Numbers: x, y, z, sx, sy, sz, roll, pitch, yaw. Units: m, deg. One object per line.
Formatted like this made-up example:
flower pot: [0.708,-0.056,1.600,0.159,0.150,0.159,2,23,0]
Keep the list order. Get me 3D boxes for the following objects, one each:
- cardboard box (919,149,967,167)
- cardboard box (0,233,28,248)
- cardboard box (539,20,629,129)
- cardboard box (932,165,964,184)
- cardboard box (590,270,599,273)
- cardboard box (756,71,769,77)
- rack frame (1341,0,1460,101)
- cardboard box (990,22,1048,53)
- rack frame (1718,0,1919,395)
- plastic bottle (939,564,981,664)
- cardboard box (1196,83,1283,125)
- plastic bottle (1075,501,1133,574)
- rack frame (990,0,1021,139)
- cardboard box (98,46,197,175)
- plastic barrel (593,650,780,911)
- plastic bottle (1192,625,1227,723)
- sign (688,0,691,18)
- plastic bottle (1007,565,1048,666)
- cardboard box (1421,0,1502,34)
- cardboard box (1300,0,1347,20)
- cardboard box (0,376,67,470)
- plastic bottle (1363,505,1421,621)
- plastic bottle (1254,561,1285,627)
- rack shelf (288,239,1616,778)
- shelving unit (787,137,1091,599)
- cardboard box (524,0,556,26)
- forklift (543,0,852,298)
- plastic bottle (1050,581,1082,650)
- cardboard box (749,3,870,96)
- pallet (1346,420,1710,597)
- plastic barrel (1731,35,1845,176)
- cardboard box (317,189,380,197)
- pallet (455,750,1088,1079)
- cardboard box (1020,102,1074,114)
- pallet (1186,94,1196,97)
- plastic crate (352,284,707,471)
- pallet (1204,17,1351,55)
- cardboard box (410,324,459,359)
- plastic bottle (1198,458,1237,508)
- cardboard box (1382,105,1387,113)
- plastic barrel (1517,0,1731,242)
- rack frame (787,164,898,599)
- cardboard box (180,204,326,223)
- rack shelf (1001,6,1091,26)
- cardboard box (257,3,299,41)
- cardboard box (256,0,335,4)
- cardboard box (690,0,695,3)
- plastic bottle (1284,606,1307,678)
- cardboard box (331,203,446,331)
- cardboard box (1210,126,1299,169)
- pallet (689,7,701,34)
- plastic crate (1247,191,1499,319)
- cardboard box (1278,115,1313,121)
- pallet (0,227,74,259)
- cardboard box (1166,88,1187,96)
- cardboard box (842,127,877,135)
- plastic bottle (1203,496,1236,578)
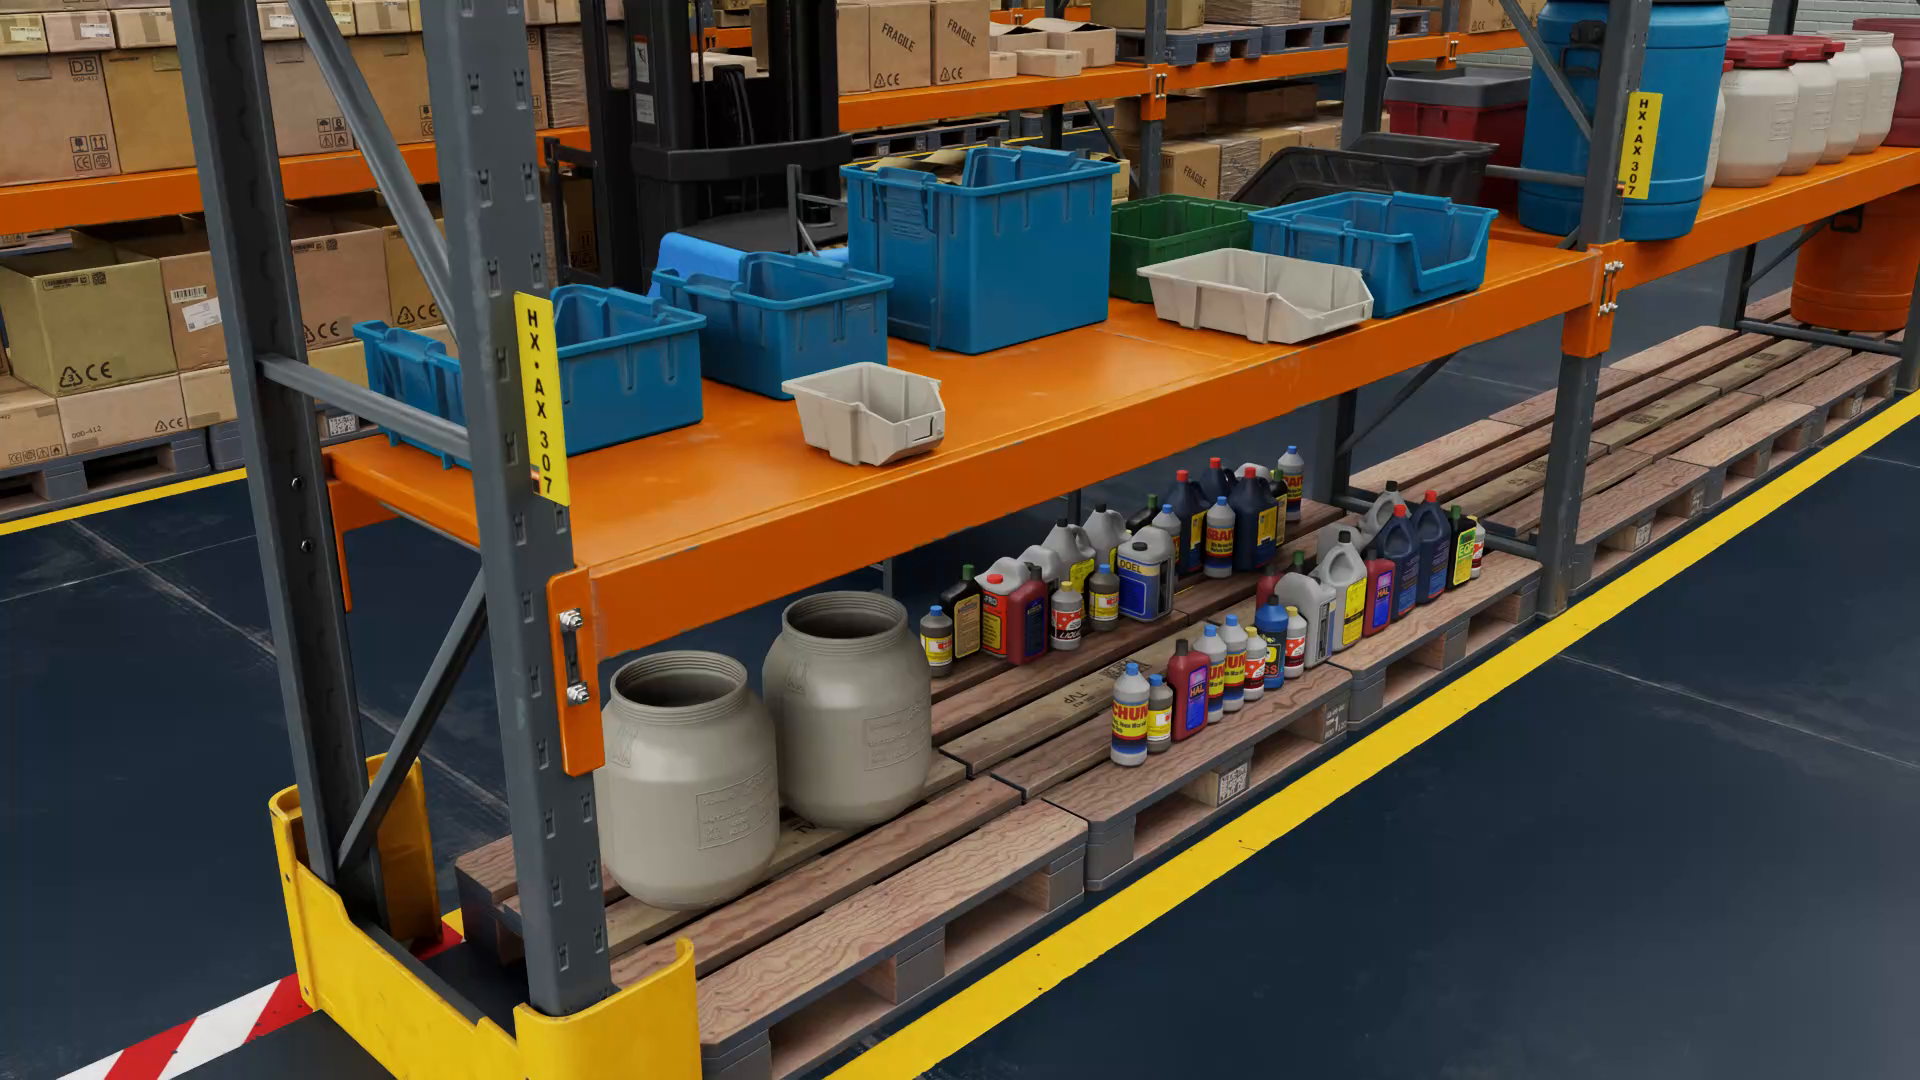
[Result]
cardboard box: [0.062,-2.499,11.361,0.500,0.311,0.500,18,28,39]
cardboard box: [-6.643,-2.222,11.046,0.700,0.500,0.500,17,27,37]
cardboard box: [-2.098,-2.426,8.566,0.700,0.500,0.500,18,28,39]
cardboard box: [0.097,-2.237,10.679,0.500,0.311,0.500,19,28,40]
cardboard box: [-2.333,-1.364,9.190,0.500,0.250,0.500,19,28,41]
cardboard box: [-1.028,-2.554,9.389,0.380,0.149,0.250,19,28,41]
rack frame: [3.788,-4.551,14.235,1.000,3.000,0.127,19,28,41]
cardboard box: [0.235,-3.300,11.104,0.500,0.311,0.500,19,28,40]
rack frame: [4.544,-2.282,8.332,1.000,3.000,0.127,19,28,41]
plastic bottle: [-0.001,0.220,4.994,0.133,0.283,0.061,-19,28,-41]
cardboard box: [2.229,-3.490,13.300,0.500,0.250,0.500,19,28,40]
plastic bottle: [0.465,0.038,5.373,0.144,0.351,0.185,19,28,40]
rack frame: [0.236,-5.790,17.458,1.000,3.000,0.127,19,28,41]
cardboard box: [-3.535,-1.893,7.178,0.700,0.500,0.500,19,28,41]
plastic barrel: [-0.632,0.551,3.842,0.421,0.512,0.421,0,21,0]
plastic bottle: [0.690,0.366,4.631,0.097,0.271,0.097,0,21,0]
sign: [-1.394,-2.797,8.355,0.100,0.325,0.005,19,28,41]
plastic bottle: [0.202,0.223,4.985,0.061,0.283,0.133,19,28,41]
cardboard box: [4.339,-4.661,14.380,0.500,0.500,0.500,-19,28,-41]
cardboard box: [2.600,-4.324,12.920,0.700,0.500,0.500,12,24,27]
cardboard box: [-4.050,-0.461,6.841,0.500,0.250,0.500,19,28,41]
plastic bottle: [1.377,0.064,5.306,0.144,0.351,0.185,18,27,38]
plastic bottle: [0.959,0.193,5.065,0.061,0.283,0.133,19,28,41]
rack shelf: [0.358,-0.404,4.448,1.077,0.370,4.000,19,28,41]
shelving unit: [-0.059,-0.678,6.248,0.538,1.500,1.048,19,28,41]
cardboard box: [-2.184,-2.590,8.088,0.380,0.149,0.250,18,28,39]
forklift: [-1.293,-1.953,7.571,1.130,2.935,3.031,-16,26,-36]
plastic bottle: [0.325,0.226,5.093,0.097,0.201,0.097,0,21,0]
cardboard box: [-0.878,-2.870,9.722,0.500,0.500,0.500,-18,27,-38]
pallet: [2.274,-0.164,6.707,1.003,0.211,1.213,19,28,41]
plastic barrel: [3.392,-1.808,6.909,0.433,0.535,0.433,0,21,0]
cardboard box: [-4.843,-2.966,12.980,0.500,0.500,0.700,-19,28,-40]
pallet: [-0.447,0.837,4.103,1.003,0.211,1.213,19,28,41]
cardboard box: [0.831,-4.986,18.265,0.700,0.500,0.500,20,29,41]
pallet: [2.525,-5.292,20.048,1.003,0.211,1.213,19,28,41]
plastic crate: [-0.902,-0.360,3.538,0.499,0.251,0.616,19,28,41]
pallet: [2.351,-3.935,12.898,1.003,0.211,1.213,19,28,41]
cardboard box: [-2.654,-0.975,8.178,0.500,0.250,0.500,19,28,41]
plastic bottle: [0.893,-0.119,5.783,0.185,0.351,0.144,-19,28,-41]
cardboard box: [3.649,-3.391,14.088,0.500,0.500,0.500,19,28,40]
plastic barrel: [2.240,-1.512,5.628,0.600,0.901,0.708,19,28,41]
rack frame: [-0.414,-0.547,5.908,0.500,1.500,0.032,19,28,41]
cardboard box: [-3.385,-1.331,8.057,0.500,0.500,0.500,19,28,41]
rack shelf: [1.632,-5.968,18.925,1.077,0.370,4.000,19,28,41]
cardboard box: [-3.082,-2.258,7.225,0.380,0.149,0.250,20,28,41]
cardboard box: [-3.148,-2.644,7.326,0.700,0.500,0.500,19,28,41]
cardboard box: [-2.413,-5.144,15.196,0.500,0.500,0.500,19,28,41]
plastic bottle: [0.973,0.295,4.914,0.097,0.201,0.097,0,21,0]
cardboard box: [-2.663,-1.328,8.052,0.500,0.500,0.500,19,28,41]
cardboard box: [2.235,-2.871,12.734,0.500,0.500,0.500,19,28,40]
pallet: [-2.975,-4.463,14.271,1.213,0.211,1.003,19,28,41]
plastic crate: [1.176,-0.832,4.766,0.499,0.251,0.616,19,28,41]
cardboard box: [2.558,-3.260,13.746,0.500,0.500,0.500,20,29,41]
pallet: [-6.639,-1.936,11.316,1.003,0.211,1.213,19,28,41]
cardboard box: [2.261,-5.514,19.638,0.700,0.500,0.500,19,28,40]
cardboard box: [-1.331,-4.334,16.081,0.750,0.750,0.750,19,28,40]
plastic bottle: [0.879,-0.015,5.622,0.097,0.271,0.097,0,21,0]
